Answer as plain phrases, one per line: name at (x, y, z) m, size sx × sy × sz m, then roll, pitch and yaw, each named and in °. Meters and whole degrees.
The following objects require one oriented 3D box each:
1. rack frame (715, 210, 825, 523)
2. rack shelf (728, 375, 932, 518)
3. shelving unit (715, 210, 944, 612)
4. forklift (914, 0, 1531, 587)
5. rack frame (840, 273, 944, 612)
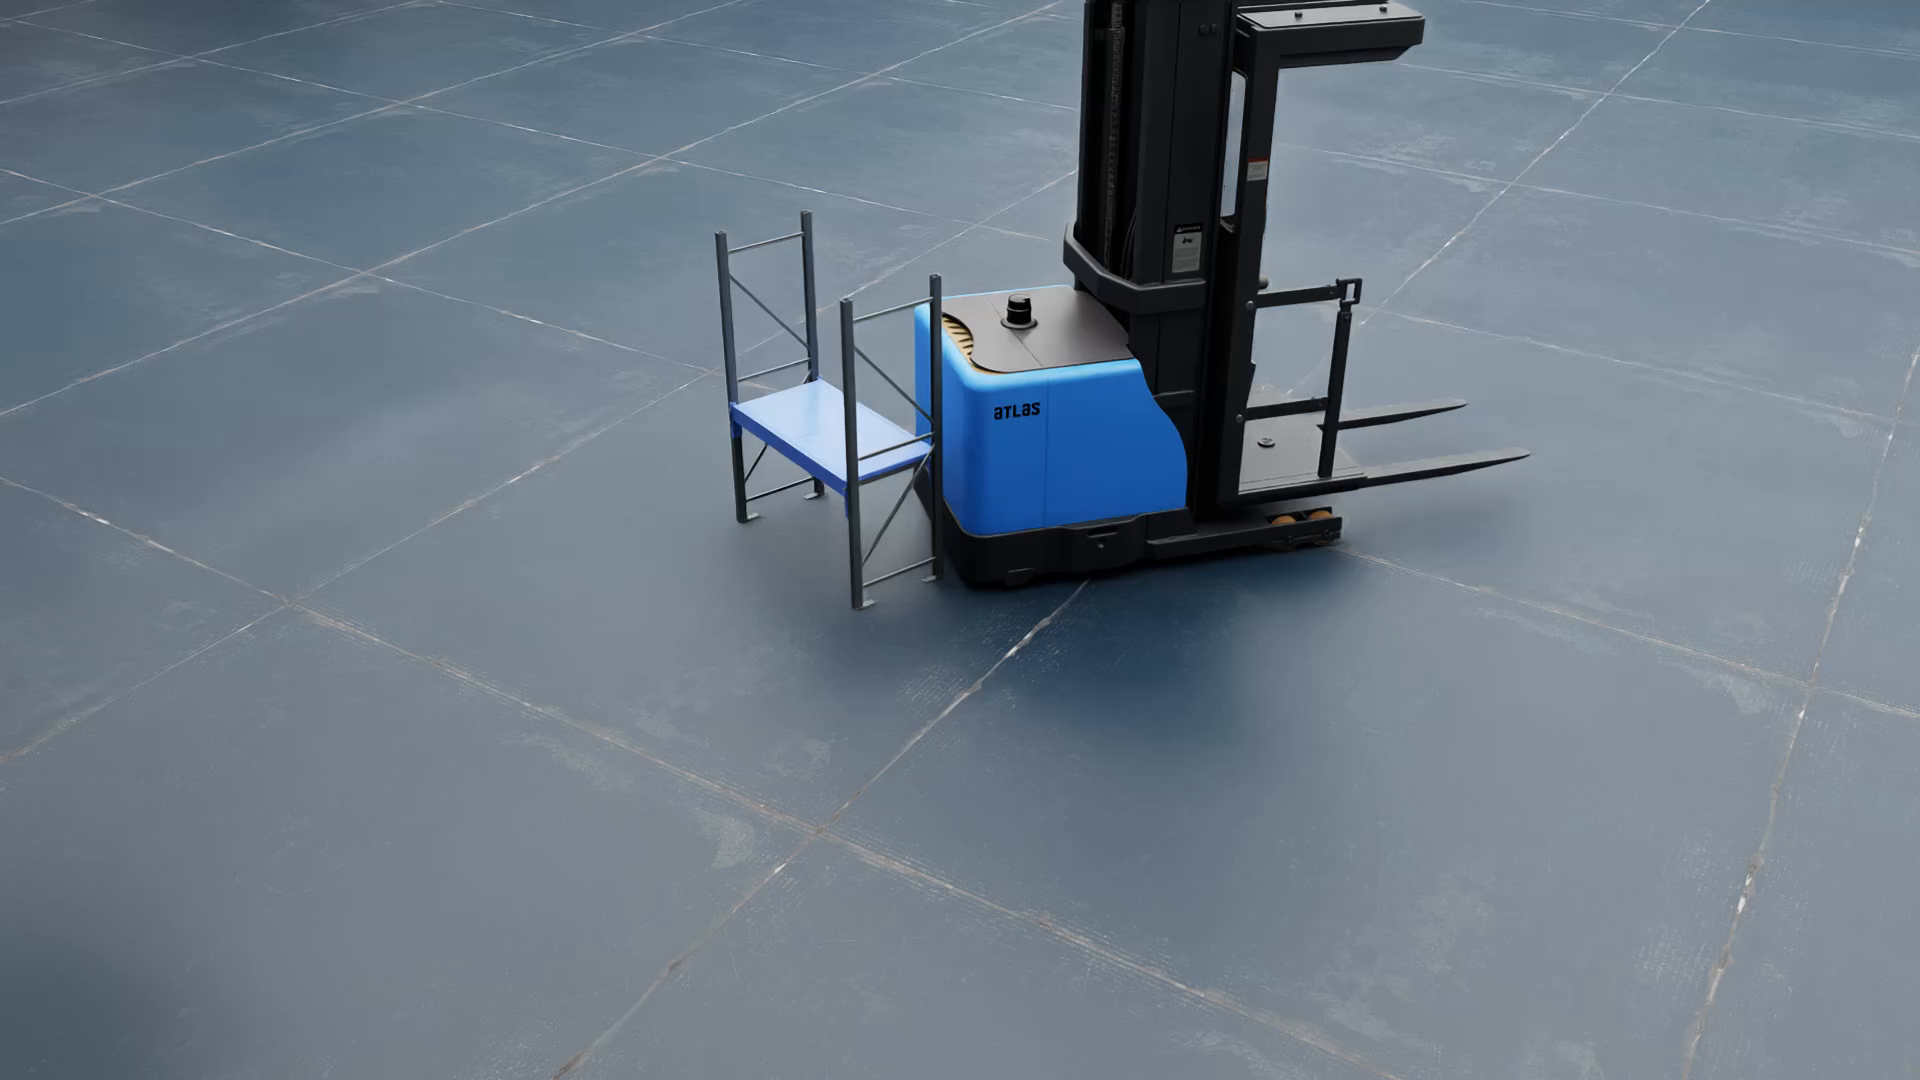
rack frame at (-0.900, -0.813, 8.009) m, size 0.500 × 1.500 × 0.032 m, roll -21°, pitch 36°, yaw -31°
rack shelf at (-0.593, -0.454, 7.749) m, size 0.538 × 0.185 × 1.000 m, roll -21°, pitch 36°, yaw -31°
shelving unit at (-0.593, -0.609, 7.659) m, size 0.538 × 1.500 × 1.048 m, roll -21°, pitch 36°, yaw -31°
forklift at (1.343, -1.460, 7.697) m, size 3.031 × 2.935 × 1.130 m, roll -8°, pitch 31°, yaw -14°
rack frame at (-0.285, -0.405, 7.309) m, size 0.500 × 1.500 × 0.032 m, roll -21°, pitch 36°, yaw -31°
